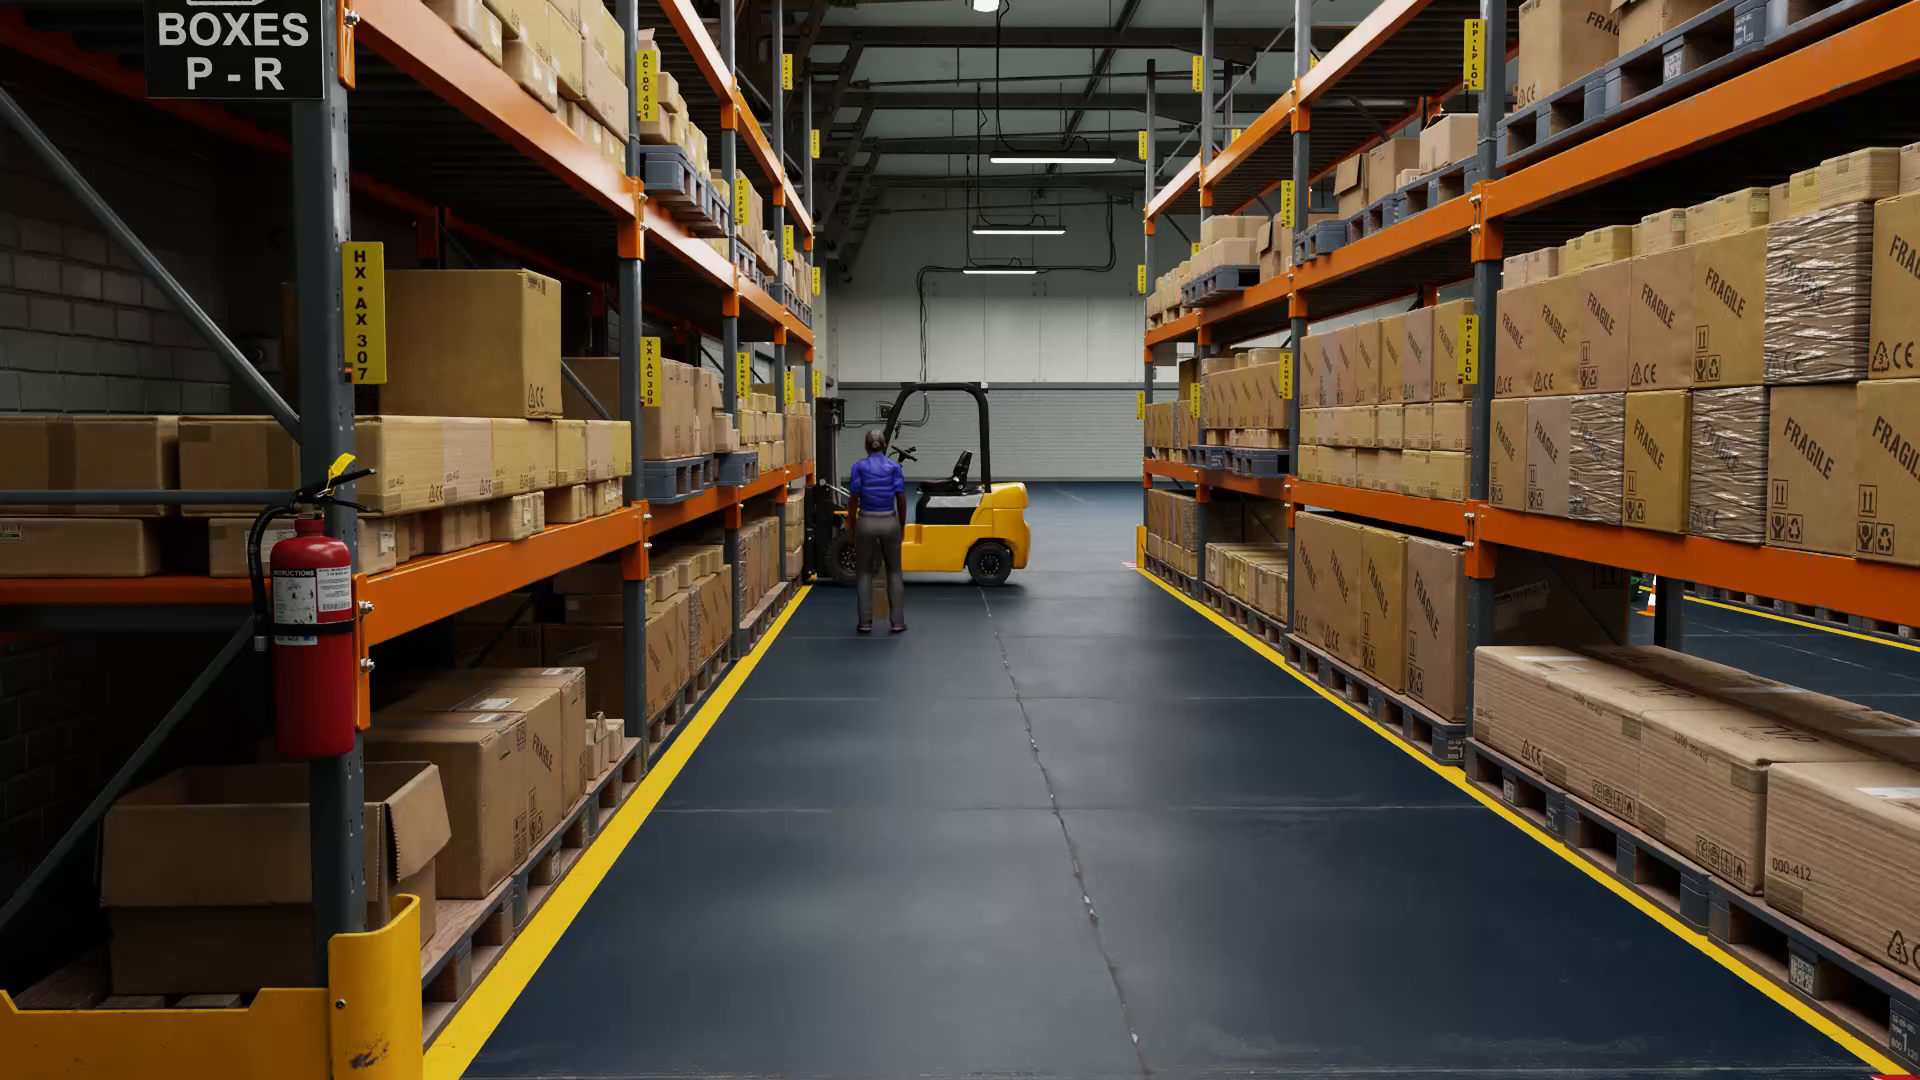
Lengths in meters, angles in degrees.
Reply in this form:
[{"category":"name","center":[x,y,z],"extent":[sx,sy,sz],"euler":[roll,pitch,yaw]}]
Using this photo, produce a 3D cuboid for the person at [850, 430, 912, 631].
[{"category":"person","center":[-0.650,-0.076,13.659],"extent":[0.505,1.654,0.352],"euler":[0,4,-3]}]
